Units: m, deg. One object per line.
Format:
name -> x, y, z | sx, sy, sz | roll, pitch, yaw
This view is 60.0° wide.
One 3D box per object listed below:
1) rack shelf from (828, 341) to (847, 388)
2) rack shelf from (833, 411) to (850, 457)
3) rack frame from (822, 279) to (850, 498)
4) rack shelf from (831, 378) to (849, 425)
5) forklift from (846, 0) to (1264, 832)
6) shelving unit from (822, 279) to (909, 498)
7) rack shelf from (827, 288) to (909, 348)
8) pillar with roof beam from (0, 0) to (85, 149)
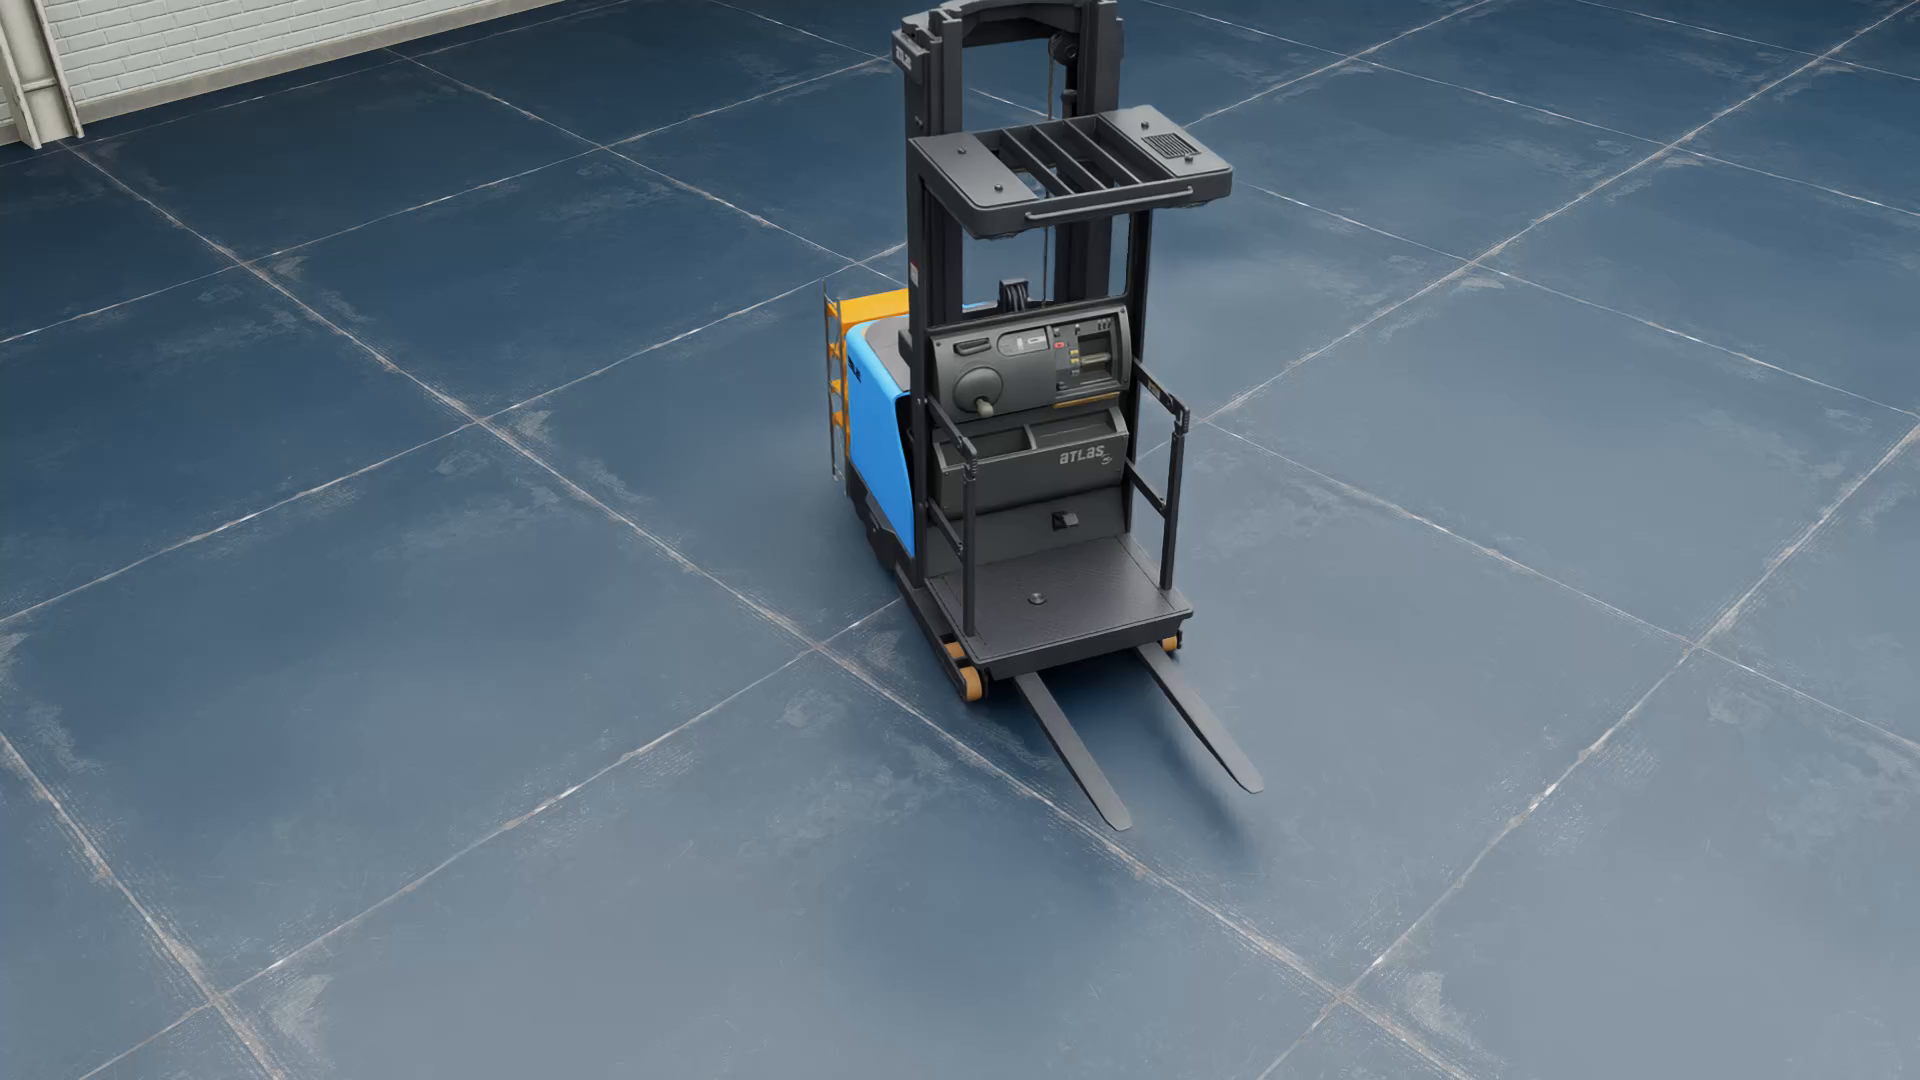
rack shelf -> -0.434, -0.972, 8.812 | 0.480, 0.148, 0.258 | -14, 37, -19
rack shelf -> -0.434, -0.626, 9.054 | 0.480, 0.148, 0.258 | -14, 37, -19
rack frame -> -0.657, -0.788, 8.821 | 0.015, 1.200, 0.240 | -14, 37, -19
rack shelf -> -0.434, -0.789, 8.940 | 0.480, 0.148, 0.258 | -14, 37, -19
forklift -> 0.406, -0.727, 7.221 | 1.130, 2.935, 3.031 | -12, 37, -17
shelving unit -> -0.434, -0.844, 8.902 | 0.503, 1.200, 0.258 | -14, 37, -19
rack shelf -> -0.434, -1.166, 8.677 | 0.480, 0.148, 0.258 | -14, 37, -19
pillar with roof beam -> -4.249, -5.193, 8.321 | 9.100, 9.000, 0.400 | 30, 45, 35
